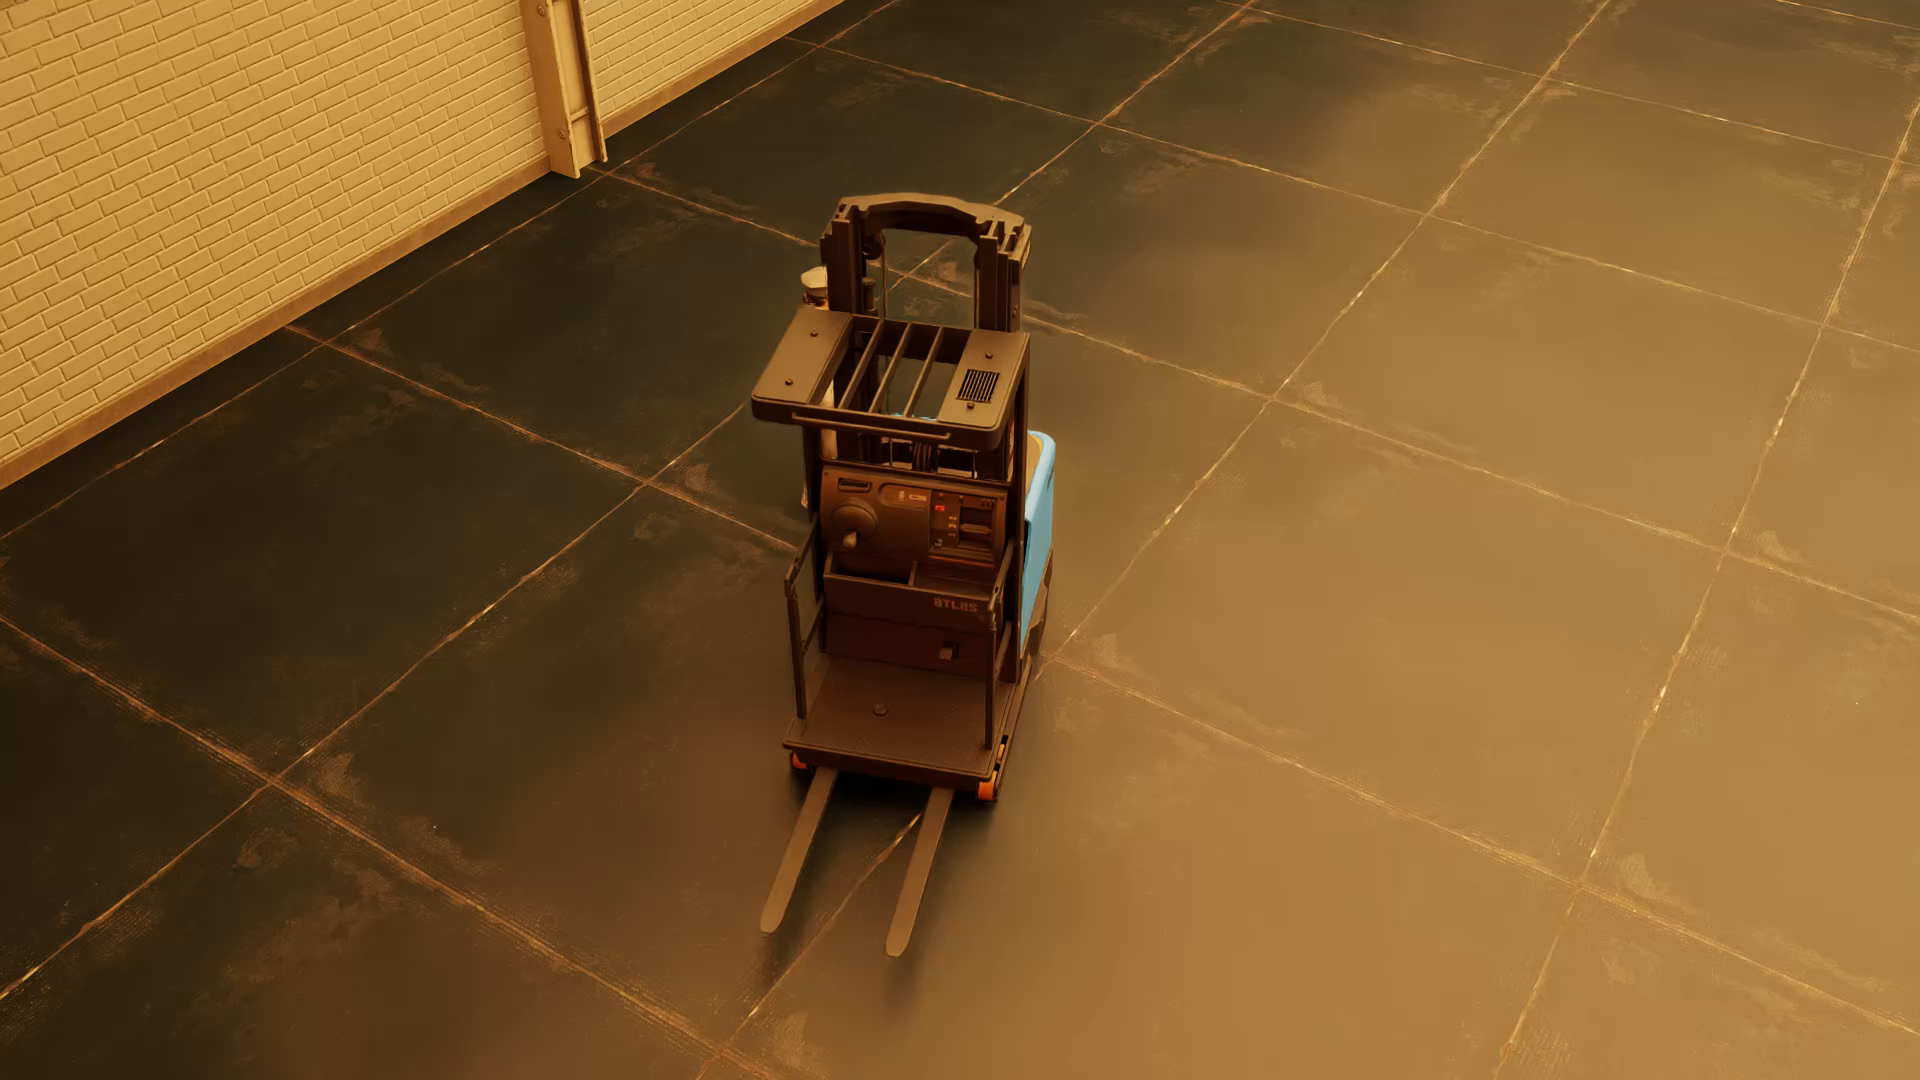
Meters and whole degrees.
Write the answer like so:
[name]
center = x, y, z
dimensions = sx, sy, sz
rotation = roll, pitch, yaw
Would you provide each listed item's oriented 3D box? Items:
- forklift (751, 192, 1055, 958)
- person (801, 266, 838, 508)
[forklift]
center = -0.276, -0.034, 8.007
dimensions = 1.130, 2.935, 3.031
rotation = 8, 41, 10
[person]
center = -0.835, -0.918, 10.053
dimensions = 0.361, 1.642, 0.741
rotation = -2, 40, -3
